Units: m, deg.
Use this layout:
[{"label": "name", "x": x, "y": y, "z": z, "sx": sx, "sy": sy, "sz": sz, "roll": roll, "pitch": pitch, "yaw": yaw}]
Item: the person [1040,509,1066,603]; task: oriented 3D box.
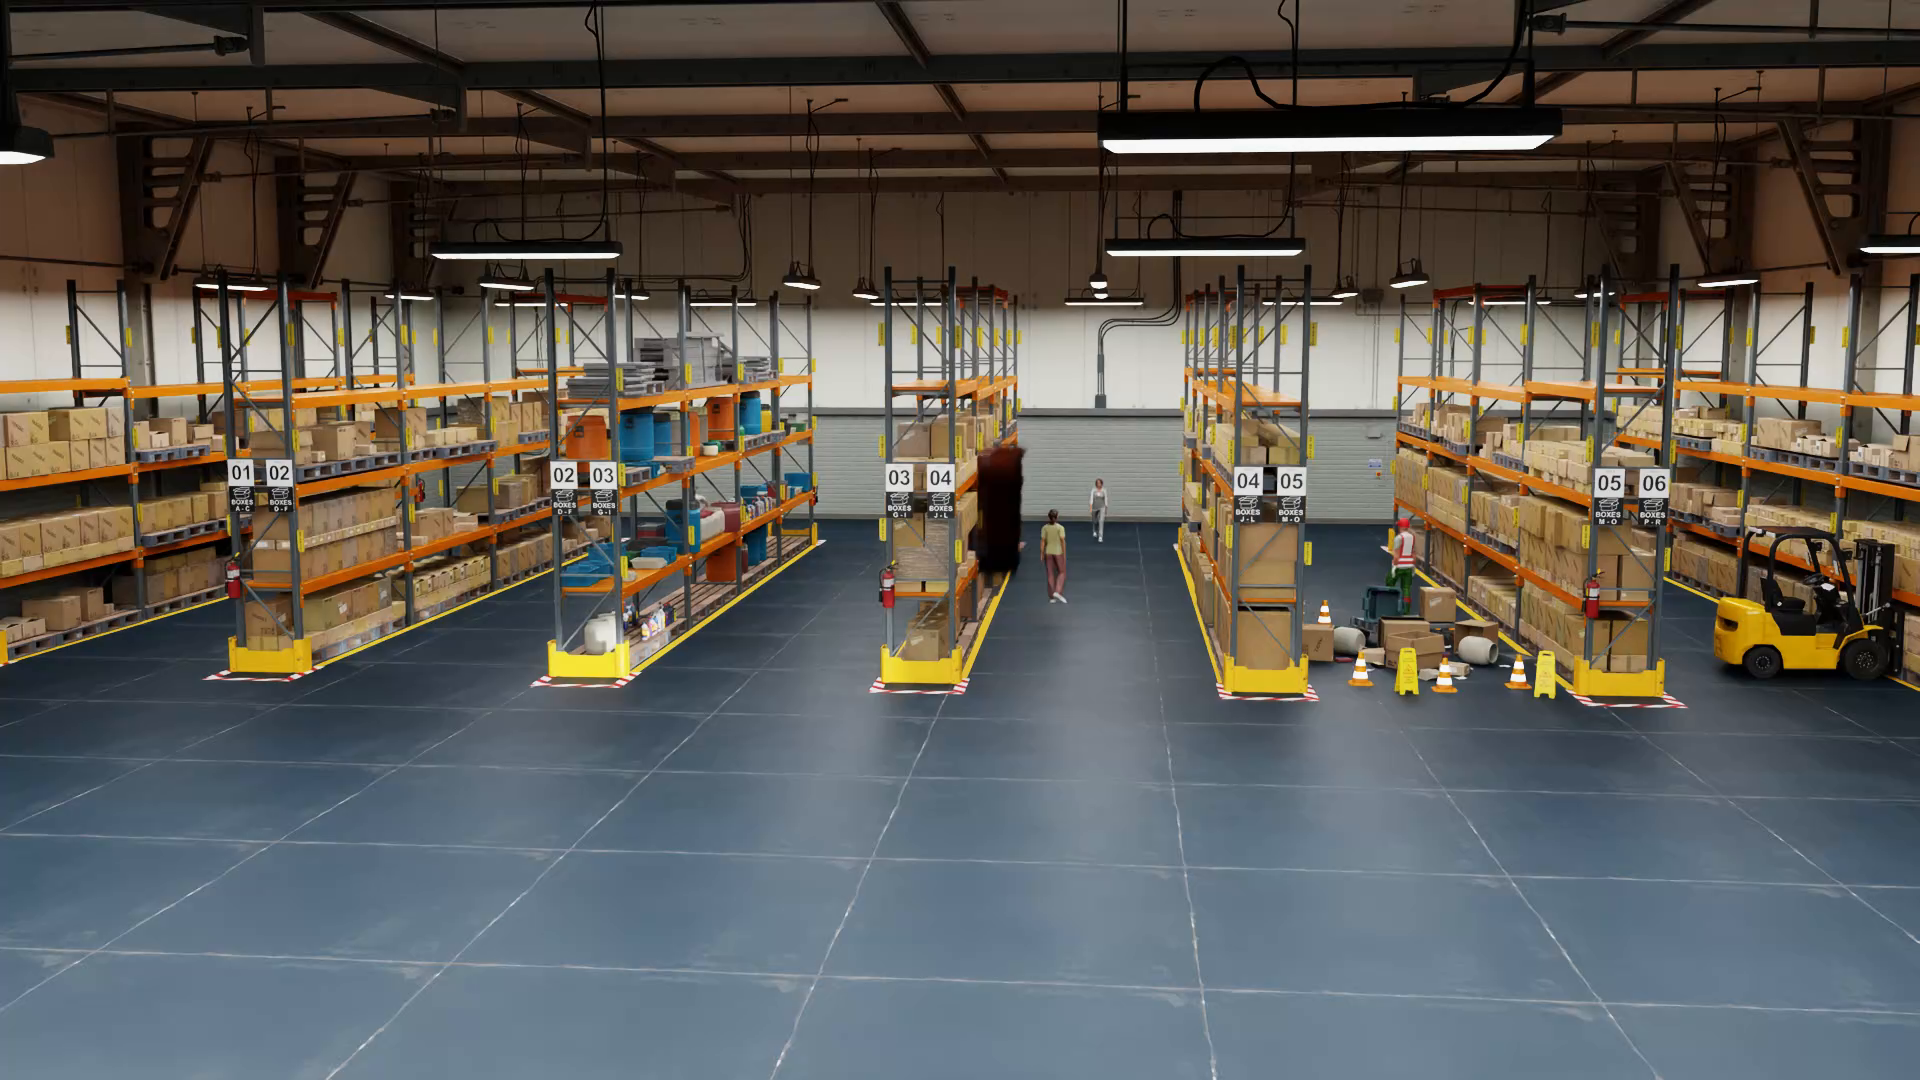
[{"label": "person", "x": 1.669, "y": 0.287, "z": 29.590, "sx": 0.487, "sy": 1.671, "sz": 0.476, "roll": 1, "pitch": 7, "yaw": 11}]

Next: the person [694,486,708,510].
[{"label": "person", "x": -6.219, "y": -0.521, "z": 39.024, "sx": 0.559, "sy": 1.593, "sz": 0.733, "roll": 2, "pitch": 7, "yaw": 14}]

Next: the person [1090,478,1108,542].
[{"label": "person", "x": 3.422, "y": -0.759, "z": 40.992, "sx": 0.437, "sy": 1.535, "sz": 0.992, "roll": 1, "pitch": 7, "yaw": 6}]

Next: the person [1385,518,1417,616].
[{"label": "person", "x": 7.922, "y": 0.494, "z": 29.789, "sx": 0.568, "sy": 1.778, "sz": 0.451, "roll": -2, "pitch": 7, "yaw": -18}]
